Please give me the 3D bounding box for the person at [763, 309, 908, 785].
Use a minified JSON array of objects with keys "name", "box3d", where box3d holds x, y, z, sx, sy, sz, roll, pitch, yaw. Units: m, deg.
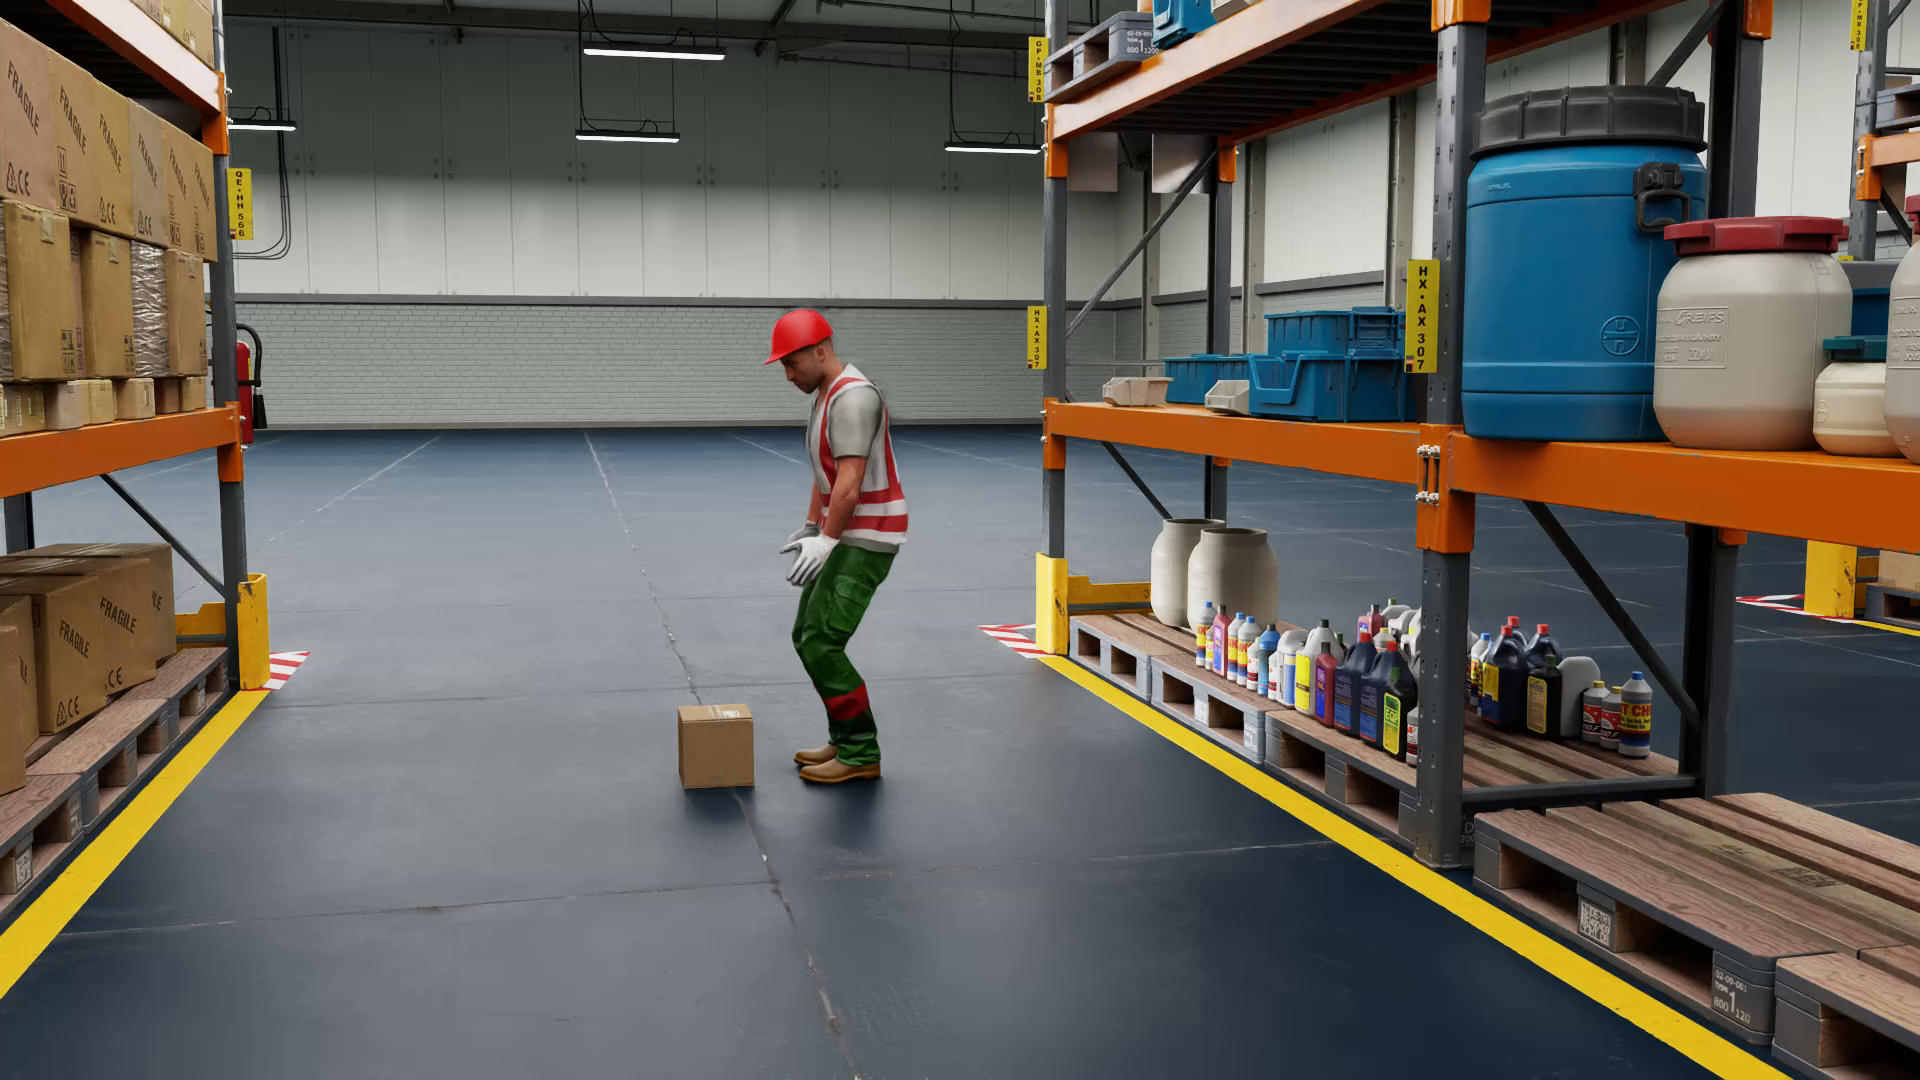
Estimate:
[{"name":"person","box3d":[-0.451,0.020,6.036,0.516,1.698,0.554,-1,6,-12]}]
